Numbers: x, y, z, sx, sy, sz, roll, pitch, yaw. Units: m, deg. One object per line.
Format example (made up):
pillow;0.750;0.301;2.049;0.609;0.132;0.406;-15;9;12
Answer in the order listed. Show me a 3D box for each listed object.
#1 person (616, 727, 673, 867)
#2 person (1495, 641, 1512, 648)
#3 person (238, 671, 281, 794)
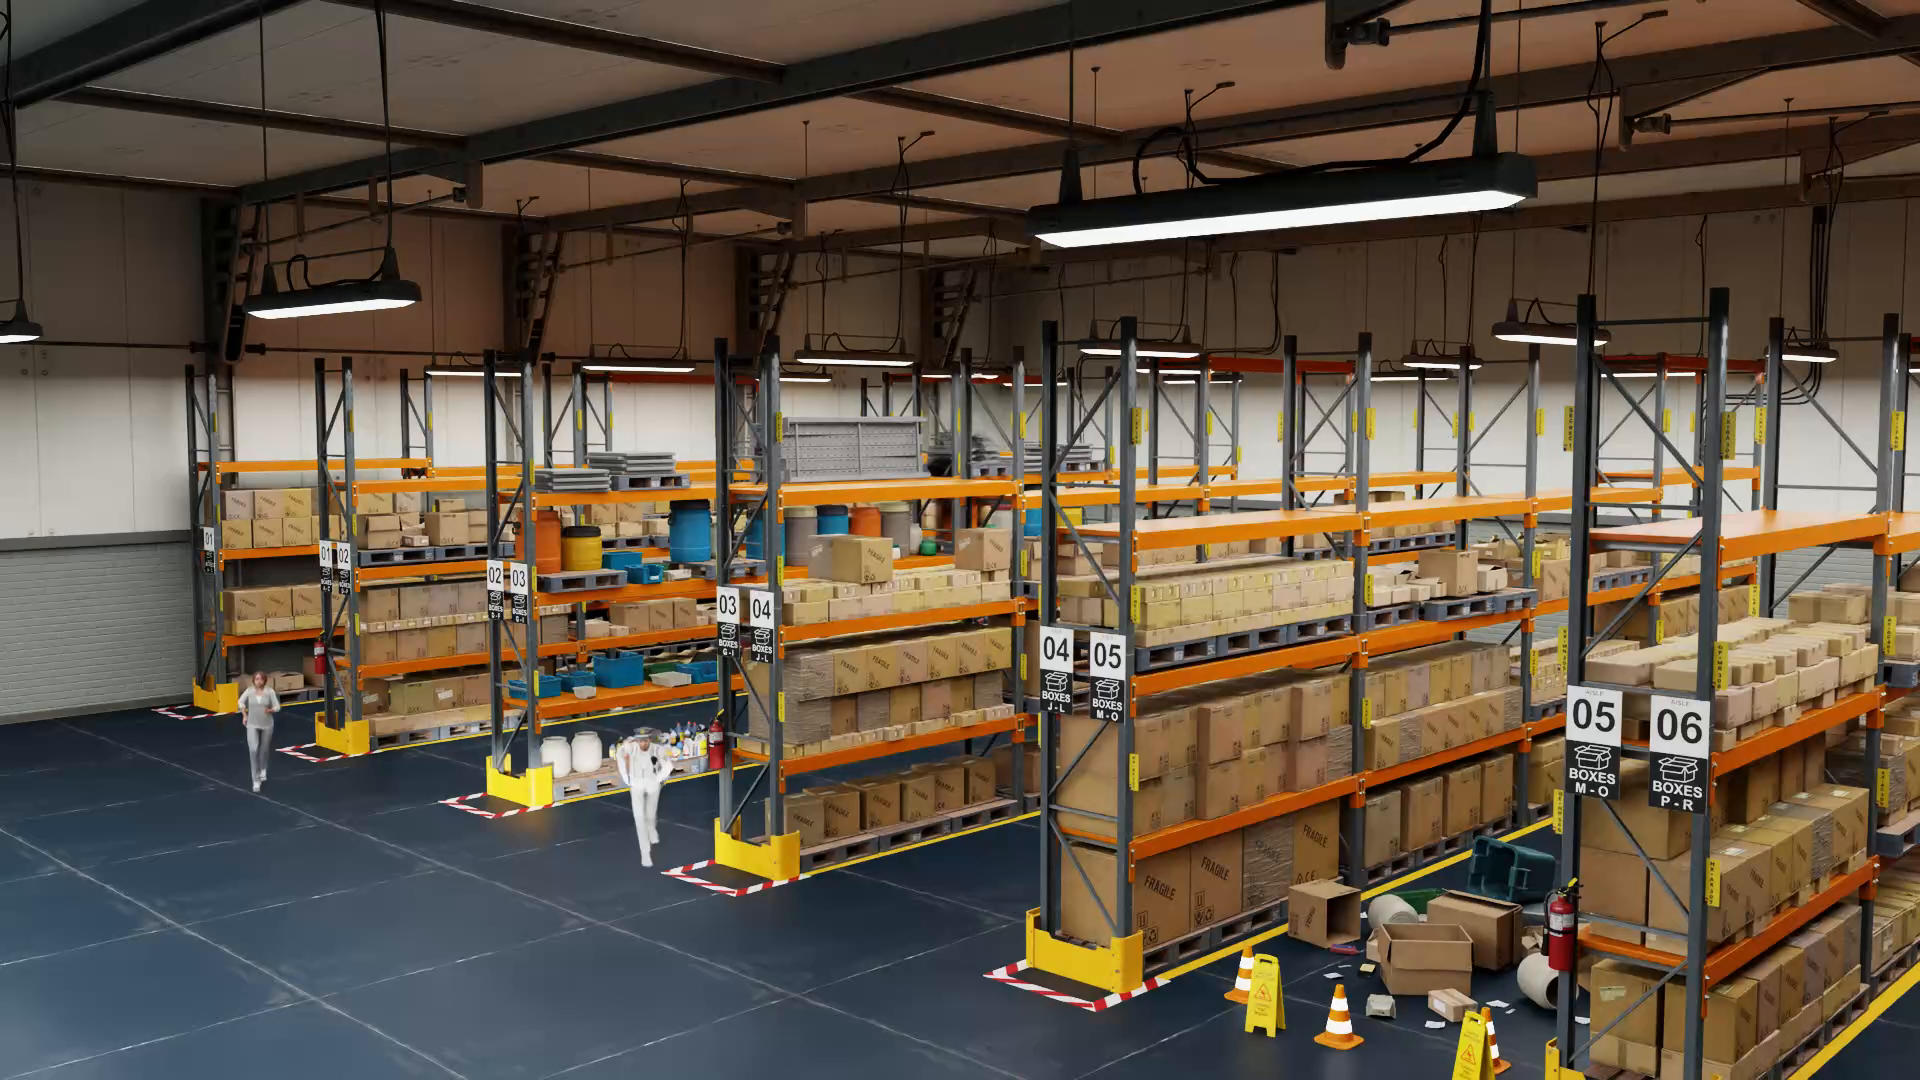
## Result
person;-3.653;2.913;19.341;0.656;1.628;0.968;0;4;-4
person;8.261;2.361;25.294;0.703;1.708;0.628;-4;6;-44
person;-9.639;2.609;22.907;0.527;1.643;0.755;-2;5;-25
